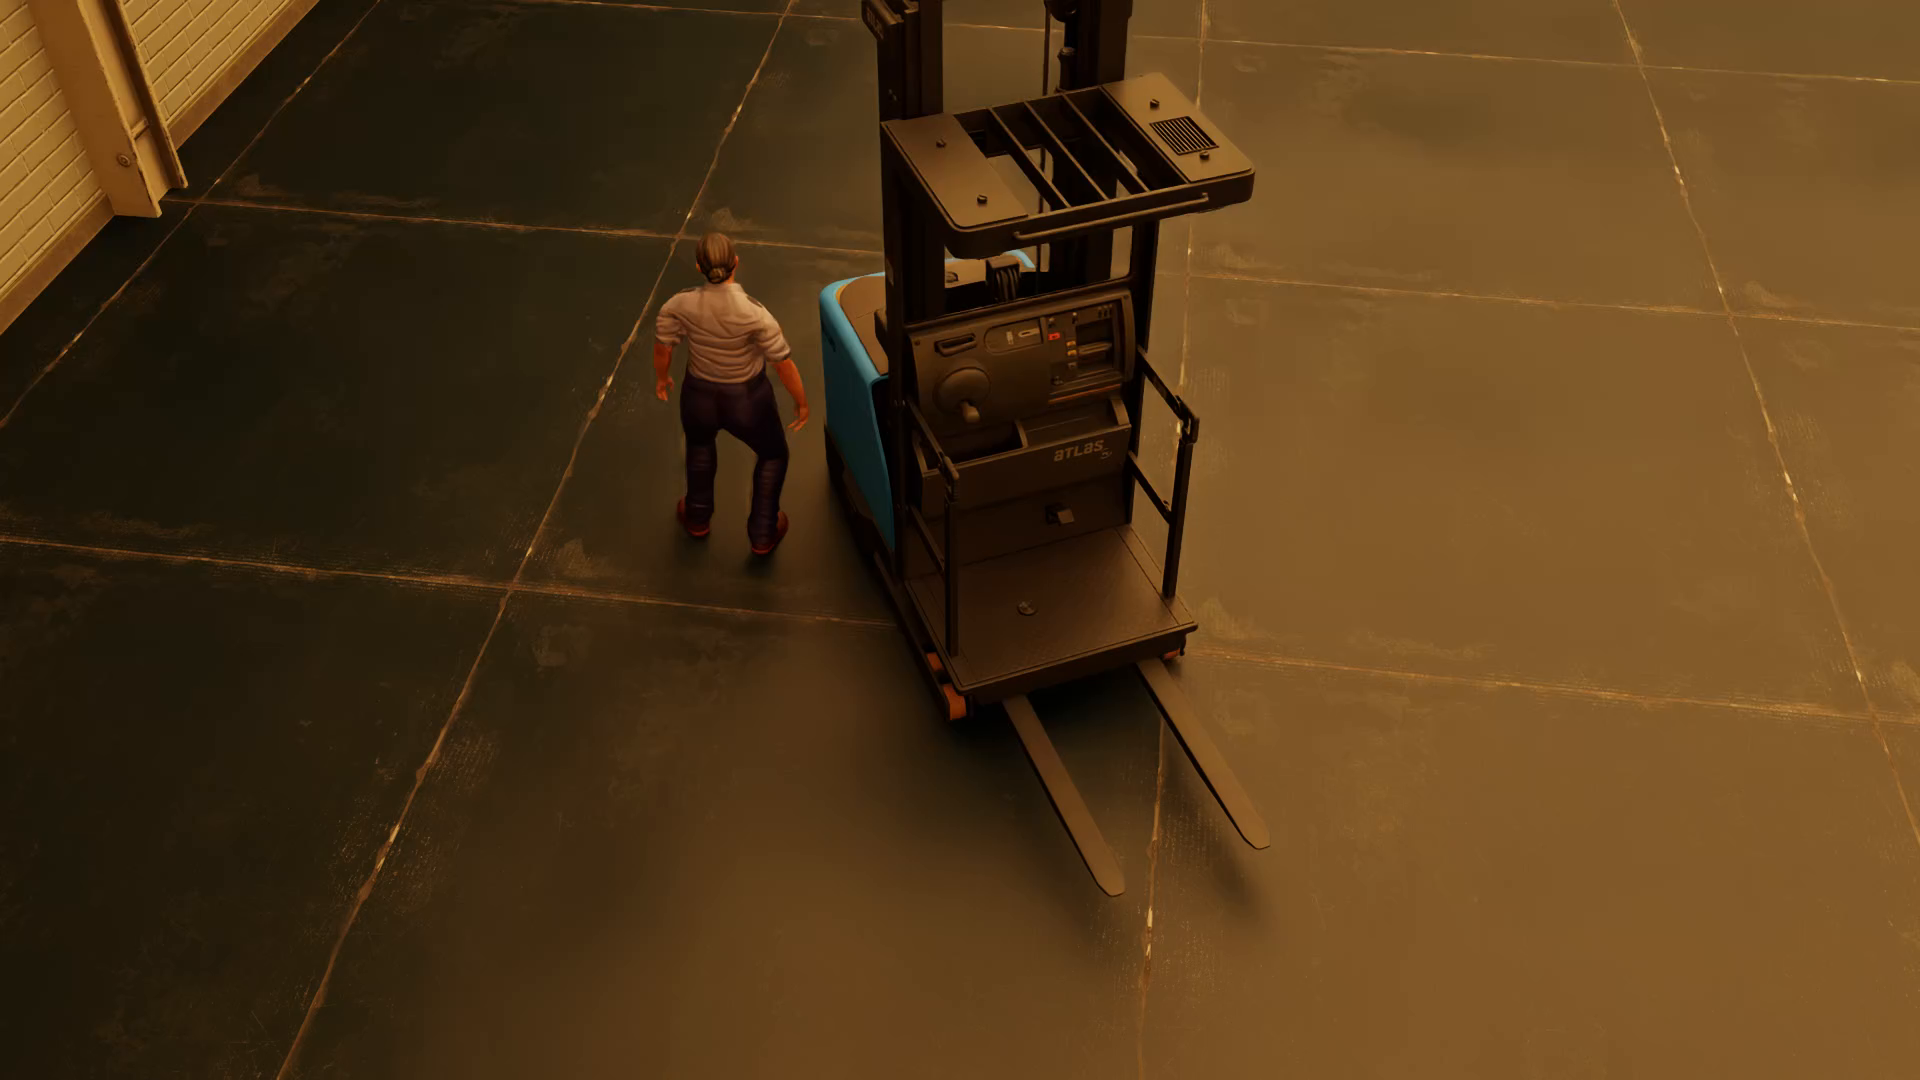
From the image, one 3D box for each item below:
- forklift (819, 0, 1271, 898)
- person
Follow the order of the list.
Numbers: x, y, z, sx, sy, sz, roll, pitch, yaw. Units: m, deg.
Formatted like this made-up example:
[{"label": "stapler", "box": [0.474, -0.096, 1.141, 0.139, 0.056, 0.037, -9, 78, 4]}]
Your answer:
[{"label": "forklift", "box": [0.334, -0.636, 6.417, 1.130, 2.935, 3.031, -14, 44, -15]}, {"label": "person", "box": [-1.027, -0.649, 7.412, 0.715, 1.610, 0.377, 8, 43, 8]}]
